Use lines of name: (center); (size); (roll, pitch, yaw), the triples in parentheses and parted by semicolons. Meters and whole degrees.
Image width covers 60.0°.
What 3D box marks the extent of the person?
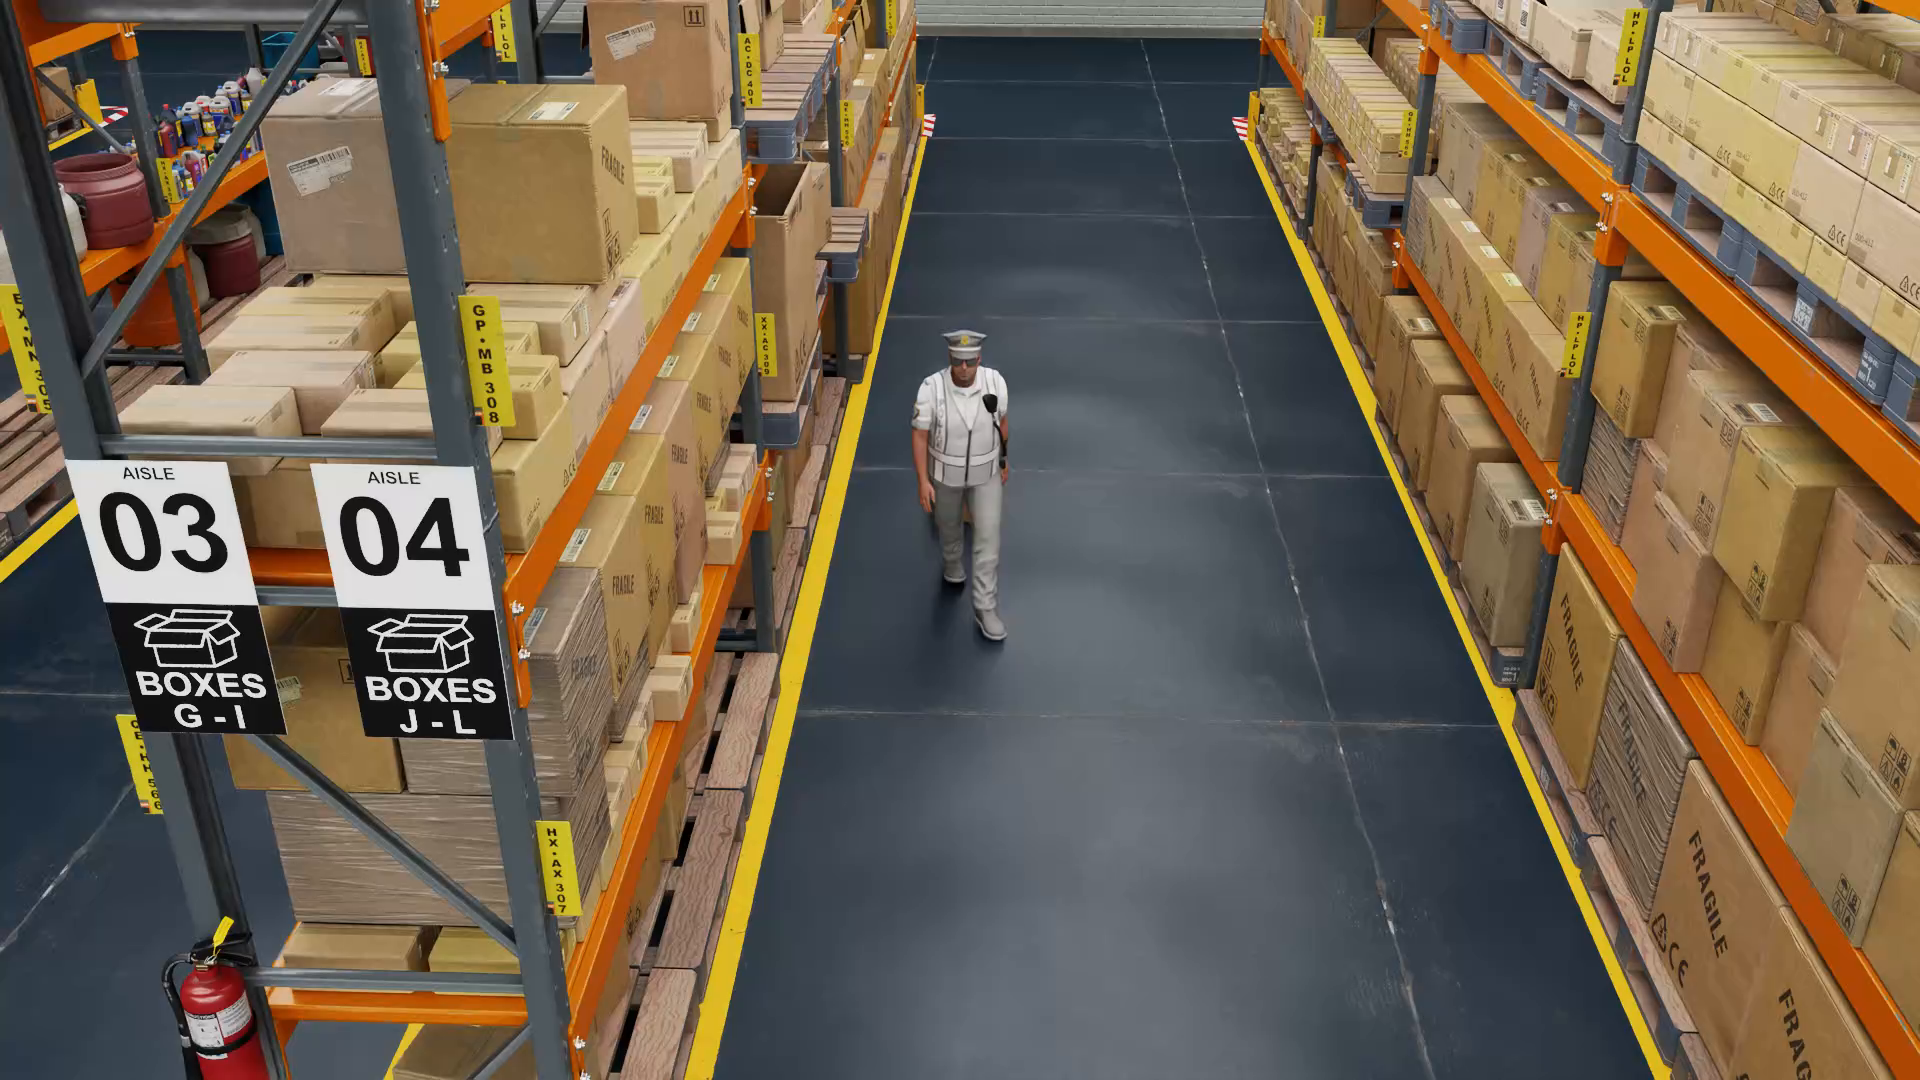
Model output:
person: (0.016, -0.392, 9.331); (0.570, 1.698, 1.025); (-2, 28, -3)
